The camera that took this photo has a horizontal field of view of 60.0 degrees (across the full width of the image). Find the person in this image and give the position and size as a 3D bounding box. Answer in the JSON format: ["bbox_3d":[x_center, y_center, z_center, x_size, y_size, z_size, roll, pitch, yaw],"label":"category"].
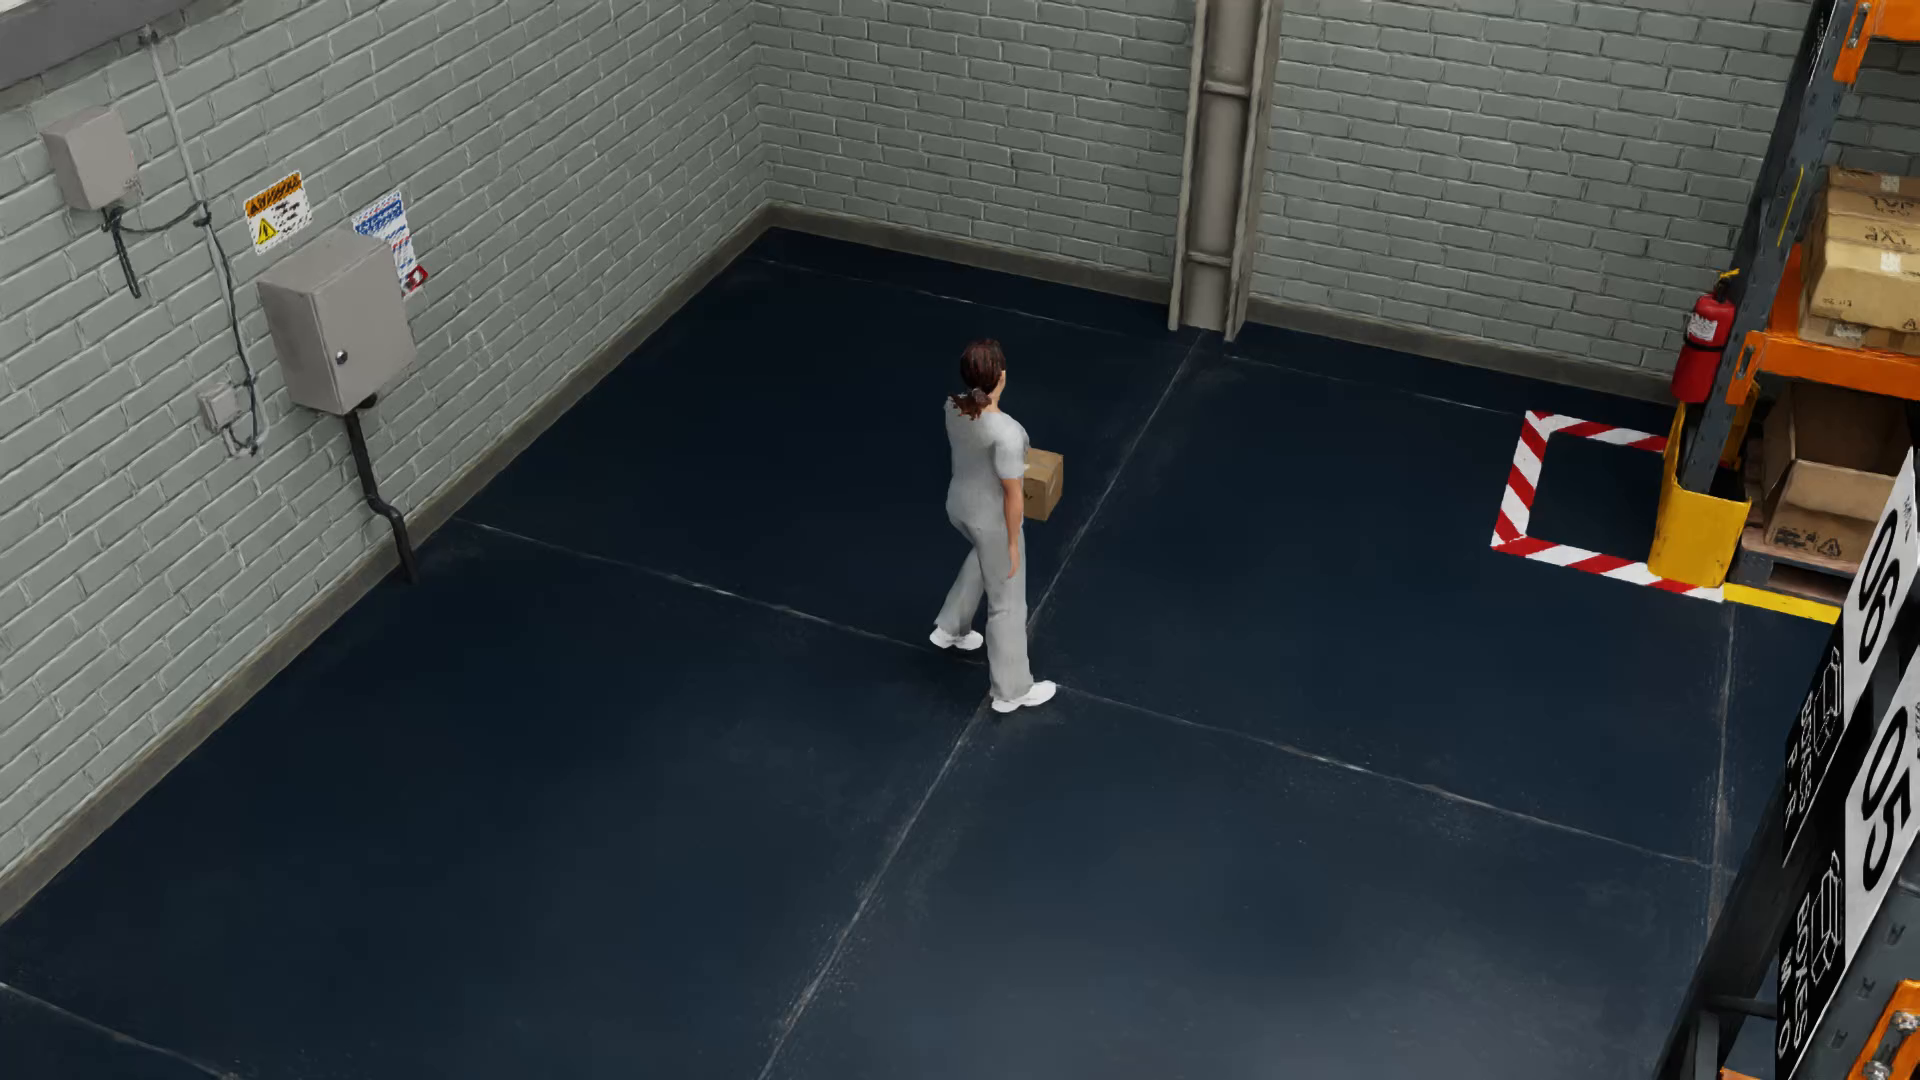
[{"bbox_3d":[0.175,-0.070,6.905,0.459,1.651,0.581,-30,47,-33],"label":"person"}]
